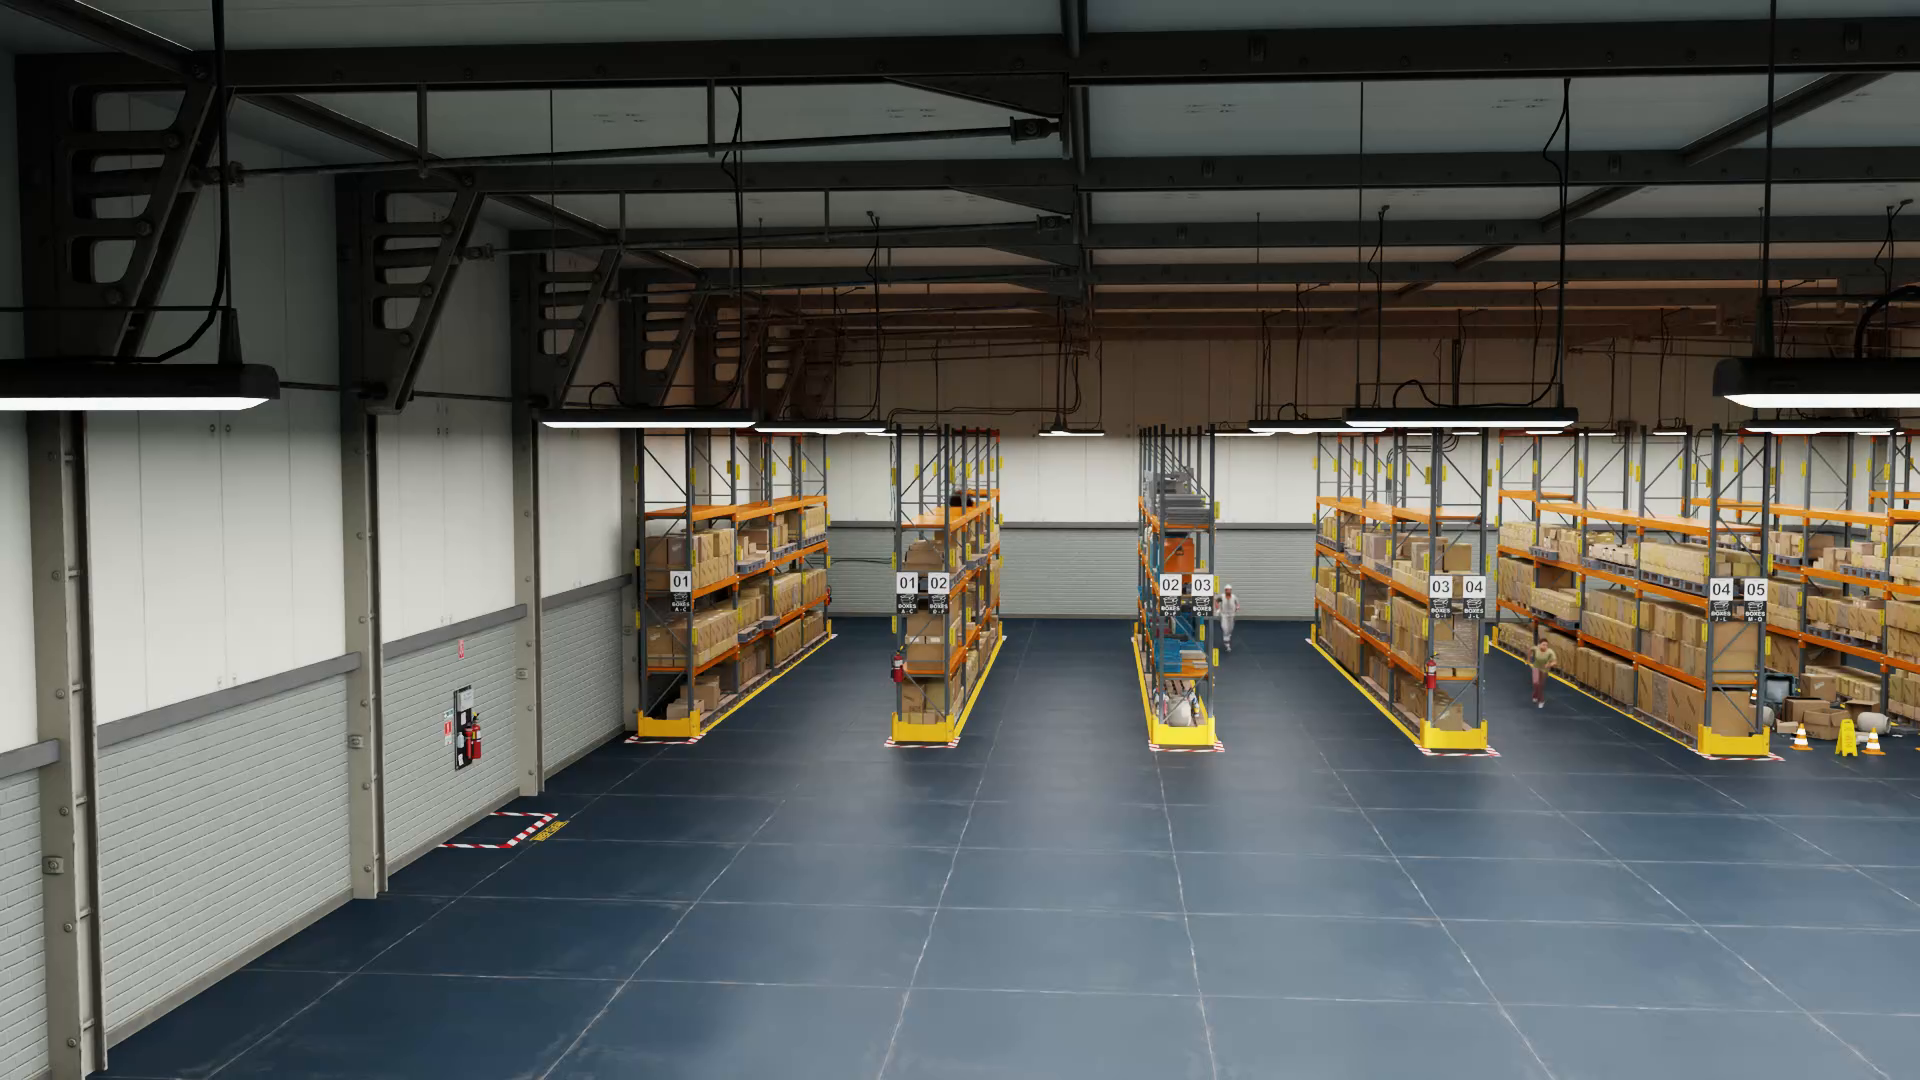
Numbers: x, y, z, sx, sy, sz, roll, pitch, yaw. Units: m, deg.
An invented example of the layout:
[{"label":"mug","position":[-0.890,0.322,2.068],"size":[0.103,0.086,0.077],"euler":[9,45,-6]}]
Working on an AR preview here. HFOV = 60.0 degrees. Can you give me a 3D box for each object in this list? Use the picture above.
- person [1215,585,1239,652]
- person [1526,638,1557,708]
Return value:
[{"label":"person","position":[7.249,2.092,45.065],"size":[0.612,1.786,0.991],"euler":[0,3,-5]},{"label":"person","position":[12.406,2.792,35.493],"size":[0.580,1.503,1.045],"euler":[1,4,14]}]
